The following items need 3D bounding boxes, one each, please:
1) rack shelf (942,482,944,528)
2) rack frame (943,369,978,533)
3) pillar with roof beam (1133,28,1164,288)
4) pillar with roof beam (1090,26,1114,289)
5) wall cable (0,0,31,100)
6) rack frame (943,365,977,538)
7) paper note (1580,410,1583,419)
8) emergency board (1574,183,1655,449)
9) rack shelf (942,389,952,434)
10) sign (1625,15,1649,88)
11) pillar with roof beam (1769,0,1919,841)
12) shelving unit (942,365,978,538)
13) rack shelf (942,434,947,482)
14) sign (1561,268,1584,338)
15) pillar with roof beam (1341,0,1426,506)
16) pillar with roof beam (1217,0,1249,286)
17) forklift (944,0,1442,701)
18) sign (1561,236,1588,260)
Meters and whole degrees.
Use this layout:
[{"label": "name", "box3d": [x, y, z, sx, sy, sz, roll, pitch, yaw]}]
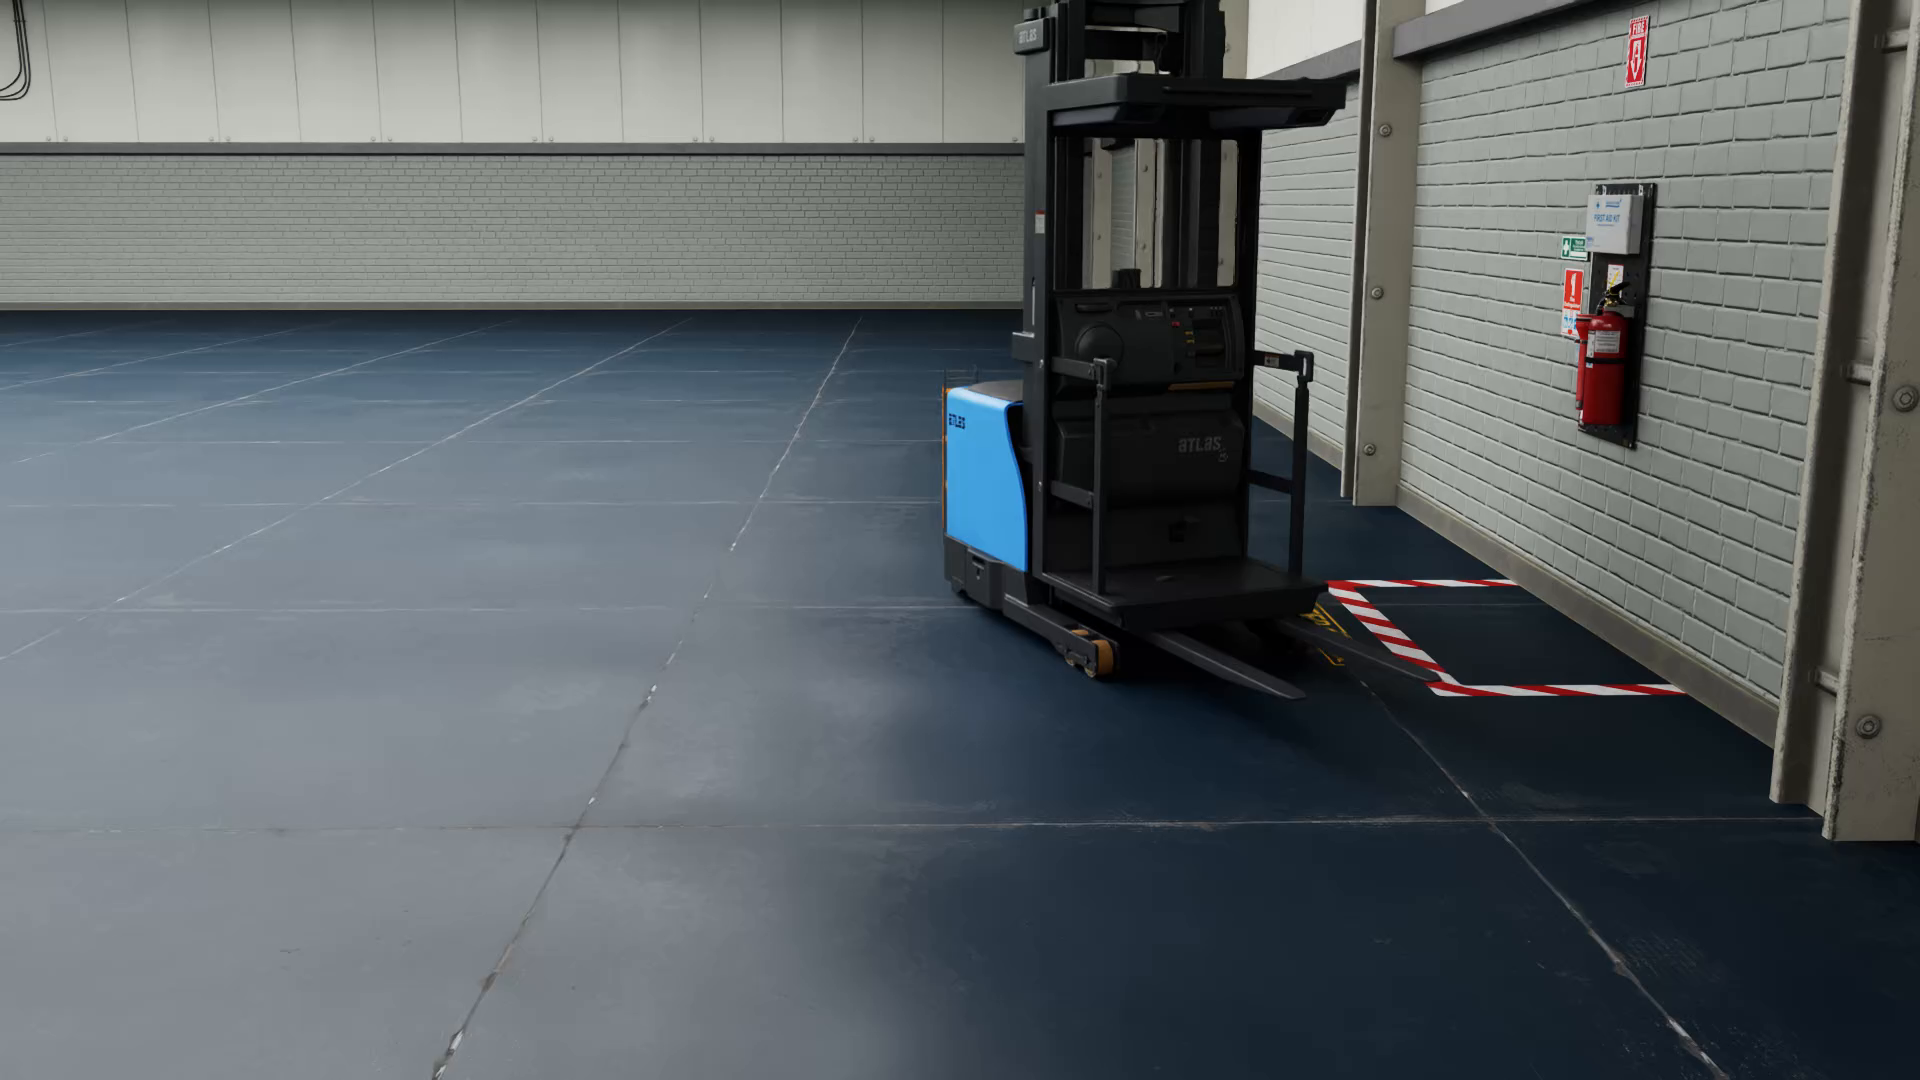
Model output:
[{"label": "rack shelf", "box3d": [0.001, -0.221, 9.960, 0.215, 0.259, 0.240, 0, 11, -1]}, {"label": "rack frame", "box3d": [0.004, -0.480, 9.783, 0.200, 1.050, 0.008, 0, 11, -1]}, {"label": "pillar with roof beam", "box3d": [-1.744, -7.049, 22.170, 9.100, 9.000, 0.400, 0, 11, -1]}, {"label": "pillar with roof beam", "box3d": [-1.868, -8.241, 28.049, 9.100, 9.000, 0.400, 0, 11, -1]}, {"label": "wall cable", "box3d": [-18.304, -10.423, 30.250, 2.305, 6.003, 0.169, 0, 11, -1]}, {"label": "rack frame", "box3d": [-0.001, -0.528, 10.022, 0.200, 1.050, 0.008, 0, 11, -1]}, {"label": "paper note", "box3d": [2.985, -0.643, 7.901, 0.016, 0.148, 0.142, 0, 11, -1]}, {"label": "emergency board", "box3d": [2.919, -1.040, 7.639, 0.194, 1.169, 0.643, 0, 11, -1]}, {"label": "rack shelf", "box3d": [0.001, -0.772, 9.848, 0.215, 0.259, 0.240, 0, 11, -1]}, {"label": "sign", "box3d": [3.019, -2.178, 7.418, 0.001, 0.298, 0.199, 0, 11, -1]}, {"label": "pillar with roof beam", "box3d": [-1.372, -3.471, 4.533, 9.100, 9.000, 0.400, 0, 11, -1]}, {"label": "shelving unit", "box3d": [0.001, -0.504, 9.902, 0.215, 1.050, 0.252, 0, 11, -1]}, {"label": "rack shelf", "box3d": [0.001, -0.494, 9.904, 0.215, 0.259, 0.240, 0, 11, -1]}, {"label": "sign", "box3d": [3.011, -1.167, 8.179, 0.001, 0.329, 0.234, 0, 11, -1]}, {"label": "pillar with roof beam", "box3d": [-1.496, -4.663, 10.412, 9.100, 9.000, 0.400, 0, 11, -1]}, {"label": "pillar with roof beam", "box3d": [-1.620, -5.856, 16.291, 9.100, 9.000, 0.400, 0, 11, -1]}, {"label": "forklift", "box3d": [0.948, -0.940, 7.319, 1.130, 2.935, 3.031, -5, 12, -22]}, {"label": "sign", "box3d": [3.002, -1.426, 8.122, 0.001, 0.109, 0.331, 0, 11, -1]}]
